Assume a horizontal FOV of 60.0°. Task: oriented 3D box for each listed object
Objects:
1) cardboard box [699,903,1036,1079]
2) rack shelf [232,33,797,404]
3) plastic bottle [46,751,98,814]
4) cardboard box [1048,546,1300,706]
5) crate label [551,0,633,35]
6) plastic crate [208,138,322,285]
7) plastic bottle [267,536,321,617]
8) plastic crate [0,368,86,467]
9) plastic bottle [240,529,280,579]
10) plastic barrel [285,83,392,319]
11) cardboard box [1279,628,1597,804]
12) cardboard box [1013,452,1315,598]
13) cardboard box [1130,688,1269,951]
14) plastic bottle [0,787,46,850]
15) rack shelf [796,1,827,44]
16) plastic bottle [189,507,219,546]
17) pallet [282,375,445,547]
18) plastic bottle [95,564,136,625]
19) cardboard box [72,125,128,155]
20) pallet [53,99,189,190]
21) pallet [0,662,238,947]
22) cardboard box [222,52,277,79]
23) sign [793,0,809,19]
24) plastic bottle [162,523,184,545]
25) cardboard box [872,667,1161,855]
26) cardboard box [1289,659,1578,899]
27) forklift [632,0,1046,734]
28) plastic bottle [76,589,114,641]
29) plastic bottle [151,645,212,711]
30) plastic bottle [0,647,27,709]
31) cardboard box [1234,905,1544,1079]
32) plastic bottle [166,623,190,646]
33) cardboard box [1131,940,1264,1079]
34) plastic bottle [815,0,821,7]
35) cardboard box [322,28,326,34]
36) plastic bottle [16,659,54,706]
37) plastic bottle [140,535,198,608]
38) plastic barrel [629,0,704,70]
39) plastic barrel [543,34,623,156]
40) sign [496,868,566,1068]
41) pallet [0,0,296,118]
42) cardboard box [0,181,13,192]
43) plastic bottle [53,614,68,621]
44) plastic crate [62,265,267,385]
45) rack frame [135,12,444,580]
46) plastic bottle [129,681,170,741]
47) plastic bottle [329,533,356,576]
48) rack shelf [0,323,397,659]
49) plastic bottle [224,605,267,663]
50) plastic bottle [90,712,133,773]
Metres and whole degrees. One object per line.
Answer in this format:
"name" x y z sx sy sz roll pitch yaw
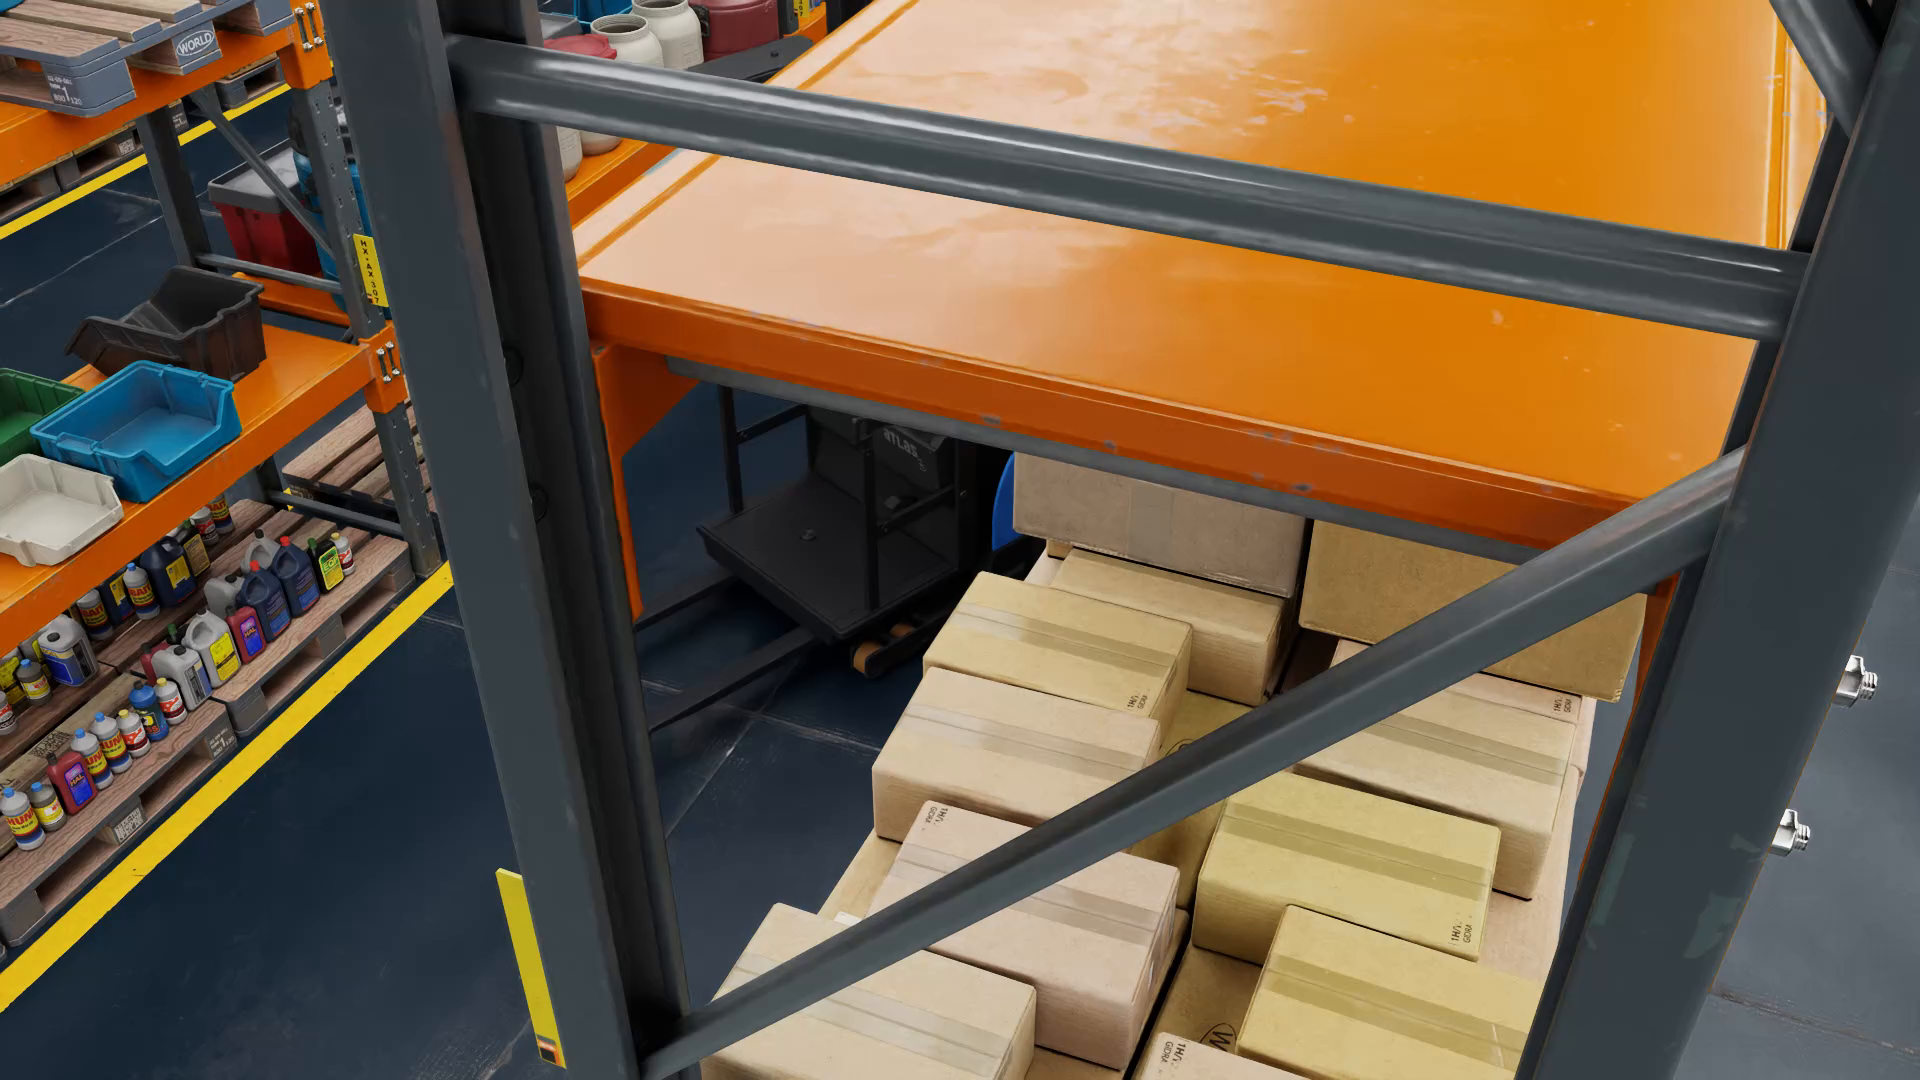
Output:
"cardboard box" -0.122 0.658 2.151 0.380 0.149 0.250 14 39 18
"rack shelf" -2.237 -1.978 8.992 1.077 0.370 4.000 14 39 18
"plastic bottle" -3.439 0.913 6.424 0.061 0.283 0.133 14 39 18
"cardboard box" 0.371 0.111 2.883 0.380 0.149 0.250 14 39 18
"crate label" -2.104 -2.899 9.594 0.502 0.435 0.616 14 39 18
"plastic crate" -3.096 -1.523 7.728 0.402 0.464 0.583 14 39 18
"plastic bottle" -2.976 0.148 7.392 0.144 0.351 0.185 13 39 17
"plastic crate" -3.775 -0.387 6.439 0.450 0.188 0.662 14 39 18
"plastic bottle" -3.110 0.115 7.436 0.144 0.351 0.185 14 39 18
"plastic barrel" -2.571 -1.505 7.339 0.600 0.901 0.708 14 39 18
"cardboard box" 0.866 0.274 2.998 0.500 0.250 0.500 14 39 18
"cardboard box" 0.416 -0.293 2.881 0.500 0.500 0.500 14 39 18
"cardboard box" 0.197 0.440 2.775 0.500 0.250 0.500 14 39 18
"plastic bottle" -3.542 1.039 6.266 0.097 0.271 0.097 0 37 0
"rack shelf" -0.715 -4.193 11.955 1.077 0.370 4.000 14 39 18
"plastic bottle" -3.563 -0.082 7.824 0.097 0.201 0.097 0 37 0
"pallet" -2.735 -0.486 8.724 1.003 0.211 1.213 14 39 18
"plastic bottle" -3.760 0.183 7.345 0.144 0.351 0.185 12 38 16
"cardboard box" -6.223 -2.938 11.621 0.500 0.250 0.500 13 39 17
"pallet" -6.404 -2.940 12.008 1.003 0.211 1.213 14 39 18
"pallet" -3.755 0.998 6.739 1.003 0.211 1.213 14 39 18
"cardboard box" -5.618 -3.866 12.637 0.500 0.500 0.500 15 39 20
"sign" -0.964 -3.318 10.047 0.100 0.325 0.005 14 39 18
"plastic bottle" -3.622 0.017 7.629 0.152 0.276 0.135 15 39 19
"cardboard box" 0.088 0.364 2.544 0.380 0.149 0.250 12 38 16
"cardboard box" 0.719 0.359 2.551 0.380 0.149 0.250 15 39 20
"forklift" -0.523 -0.914 7.025 3.031 2.935 1.130 -29 45 -33
"plastic bottle" -3.782 0.304 7.249 0.097 0.271 0.097 0 37 0
"plastic bottle" -3.238 0.552 6.914 0.152 0.276 0.135 15 39 19
"plastic bottle" -3.993 0.521 6.893 0.144 0.351 0.185 15 39 20
"cardboard box" 0.567 0.661 2.146 0.380 0.149 0.250 15 39 19
"plastic bottle" -3.277 0.451 7.043 0.061 0.283 0.133 14 39 18
"cardboard box" 0.483 0.835 2.248 0.500 0.250 0.500 15 39 19
"plastic bottle" -0.943 -3.546 10.596 0.097 0.271 0.097 0 37 0
"cardboard box" -5.228 -4.434 13.397 0.500 0.500 0.500 13 39 17
"plastic bottle" -3.865 0.584 6.933 0.097 0.201 0.097 0 37 0
"plastic bottle" -3.555 0.111 7.441 0.144 0.351 0.185 14 39 18
"plastic barrel" -1.670 -2.800 9.398 0.421 0.512 0.421 0 37 0
"plastic barrel" -1.987 -2.339 8.760 0.433 0.535 0.433 0 37 0
"sign" -0.445 0.490 1.844 0.100 0.325 0.005 14 39 18
"pallet" -3.182 -1.863 5.890 1.213 0.211 1.003 14 39 18
"cardboard box" -6.610 -2.375 10.868 0.500 0.250 0.500 15 39 19
"plastic bottle" -3.890 0.394 7.188 0.097 0.201 0.097 0 37 0
"plastic crate" -3.315 -0.873 6.965 0.767 0.338 0.504 14 39 18
"rack frame" -2.998 -1.159 7.295 1.000 3.000 0.127 14 39 18
"plastic bottle" -3.296 0.682 6.744 0.097 0.271 0.097 0 37 0
"plastic bottle" -2.848 0.057 7.638 0.097 0.201 0.097 0 37 0
"rack shelf" -3.759 0.236 6.029 1.077 0.370 4.000 14 39 18
"plastic bottle" -3.073 0.381 7.136 0.061 0.283 0.133 16 40 21
"plastic bottle" -3.373 0.794 6.594 0.097 0.271 0.097 0 37 0
